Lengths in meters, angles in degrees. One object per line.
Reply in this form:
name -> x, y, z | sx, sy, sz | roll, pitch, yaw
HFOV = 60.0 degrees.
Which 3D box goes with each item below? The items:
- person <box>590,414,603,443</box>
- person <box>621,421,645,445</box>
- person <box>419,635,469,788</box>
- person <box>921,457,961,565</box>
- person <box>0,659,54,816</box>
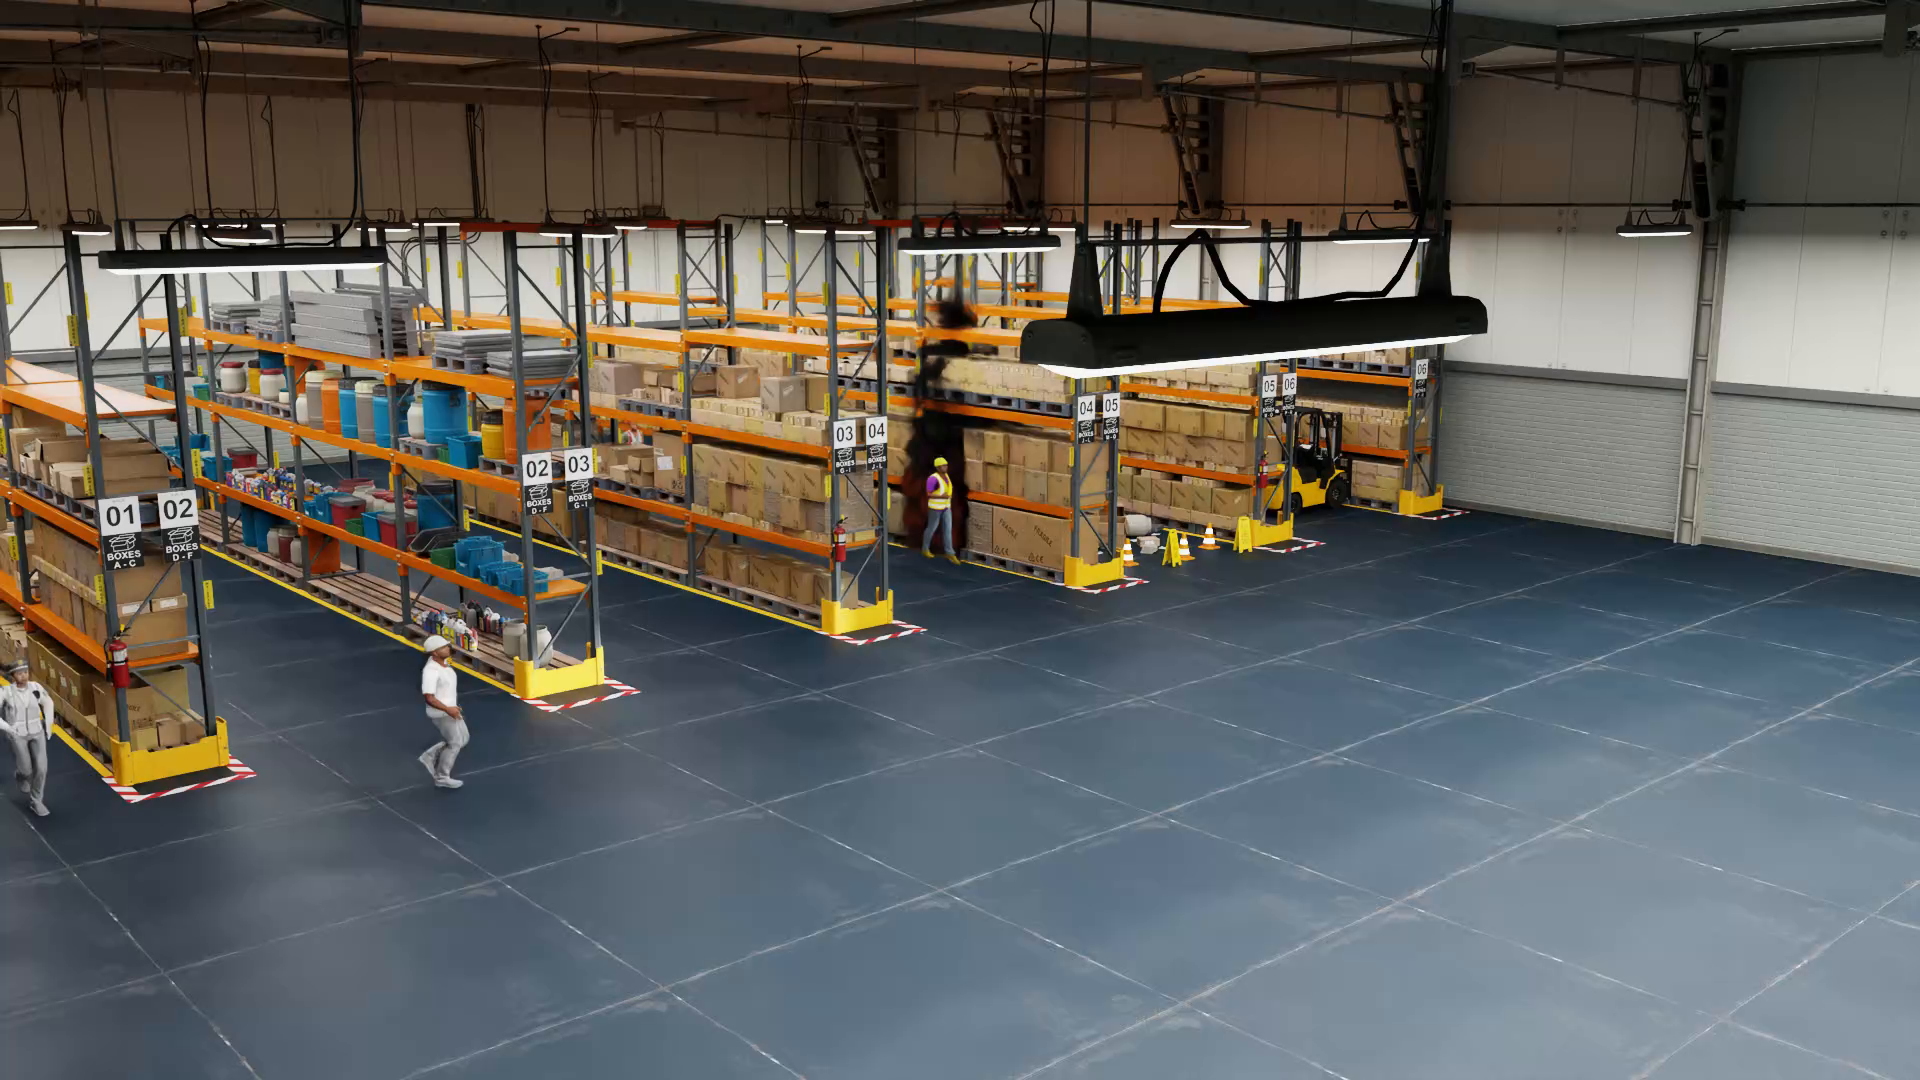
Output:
person -> -9.028, -2.728, 40.917 | 0.669, 1.846, 0.828 | 5, 13, 25
person -> -7.037, -1.724, 35.892 | 0.681, 1.848, 0.814 | -9, 14, -37
person -> -5.698, 1.876, 18.248 | 0.543, 1.728, 0.699 | -2, 12, -10
person -> -0.364, -0.505, 28.468 | 0.756, 1.839, 0.676 | 10, 15, 40
person -> -9.882, 2.054, 17.574 | 0.656, 1.677, 0.622 | -11, 16, -43
